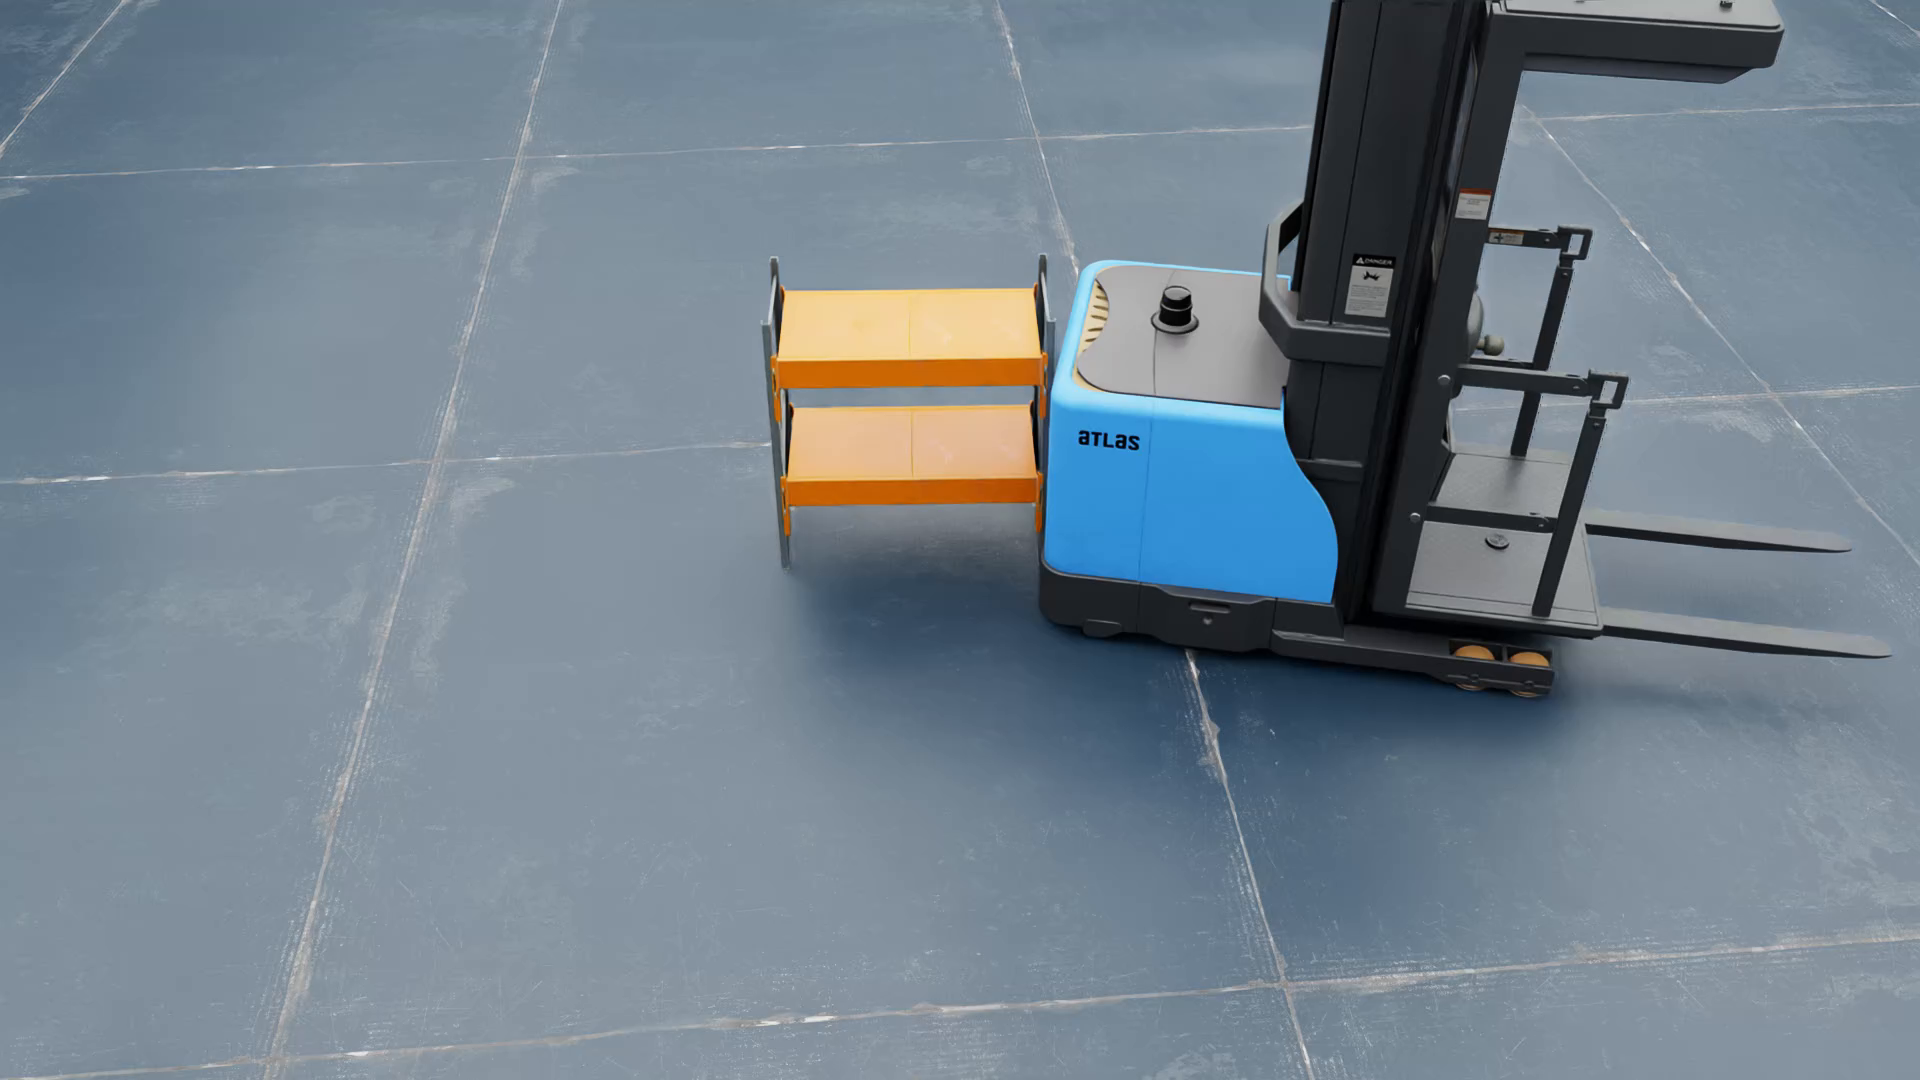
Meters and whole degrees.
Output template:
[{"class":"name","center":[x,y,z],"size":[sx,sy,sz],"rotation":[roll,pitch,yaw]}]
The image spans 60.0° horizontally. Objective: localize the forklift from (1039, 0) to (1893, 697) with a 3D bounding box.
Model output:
[{"class":"forklift","center":[1.866,-0.939,5.574],"size":[3.031,2.935,1.130],"rotation":[6,39,8]}]

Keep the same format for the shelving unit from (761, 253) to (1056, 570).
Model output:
[{"class":"shelving unit","center":[-0.188,-0.484,6.456],"size":[1.048,1.125,0.538],"rotation":[-1,38,-1]}]

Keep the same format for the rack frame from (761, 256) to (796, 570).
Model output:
[{"class":"rack frame","center":[-0.697,-0.477,6.446],"size":[0.032,1.125,0.500],"rotation":[-1,38,-1]}]

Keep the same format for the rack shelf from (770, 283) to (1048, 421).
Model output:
[{"class":"rack shelf","center":[-0.188,-0.714,6.274],"size":[1.000,0.278,0.538],"rotation":[-1,38,-1]}]

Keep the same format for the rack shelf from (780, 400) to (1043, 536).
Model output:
[{"class":"rack shelf","center":[-0.188,-0.292,6.607],"size":[1.000,0.278,0.538],"rotation":[-1,38,-1]}]

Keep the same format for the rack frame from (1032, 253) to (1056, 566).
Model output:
[{"class":"rack frame","center":[0.320,-0.492,6.465],"size":[0.032,1.125,0.500],"rotation":[-1,38,-1]}]
